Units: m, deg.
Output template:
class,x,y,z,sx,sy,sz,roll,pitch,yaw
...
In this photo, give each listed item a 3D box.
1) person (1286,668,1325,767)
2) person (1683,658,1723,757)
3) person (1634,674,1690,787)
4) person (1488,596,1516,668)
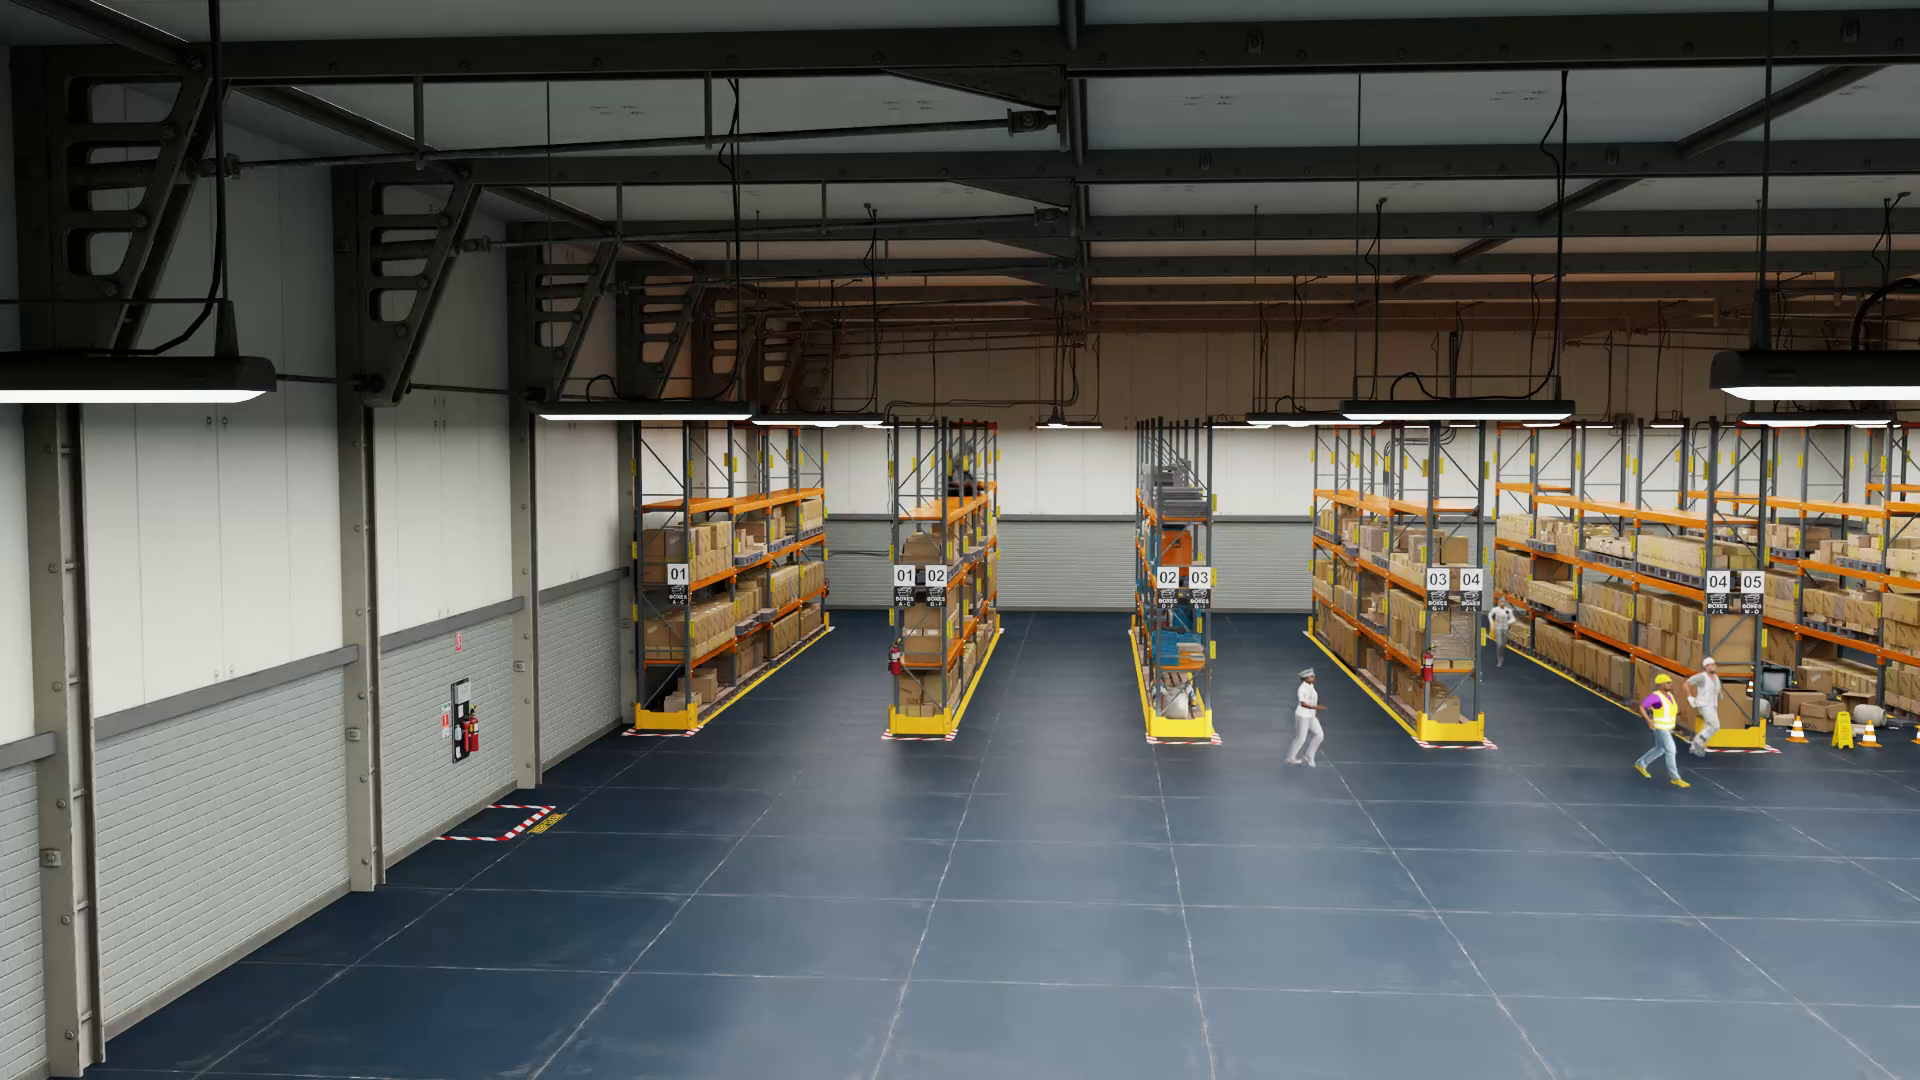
class,x,y,z,sx,sy,sz,roll,pitch,yaw
person,5.927,3.041,28.352,0.717,1.747,0.593,3,5,36
person,13.141,2.934,29.207,0.677,1.728,0.615,-3,5,-34
person,11.383,3.049,26.913,0.705,1.760,0.966,-4,5,-44
person,13.255,2.226,40.651,0.605,1.725,0.783,0,4,6
